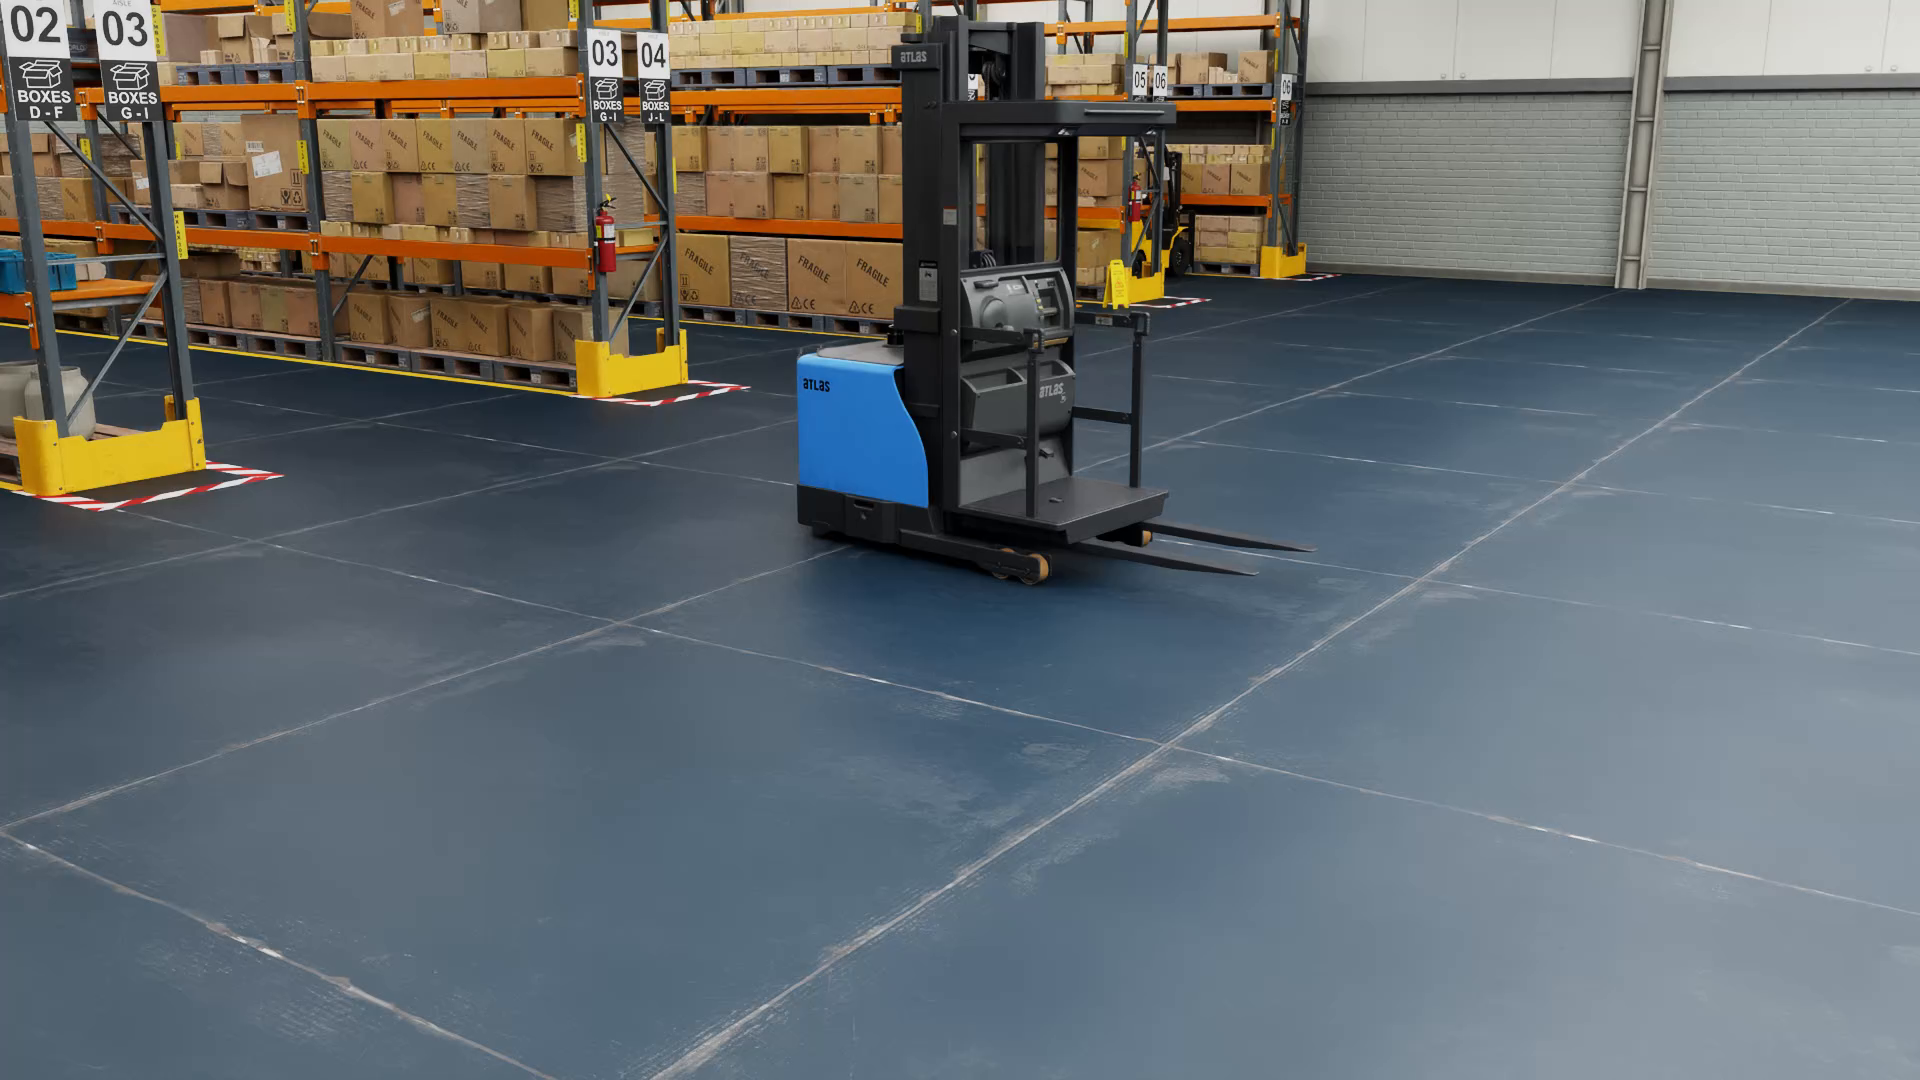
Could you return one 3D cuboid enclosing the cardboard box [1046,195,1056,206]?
[{"bbox_3d":[1.413,-4.805,23.516,0.250,0.149,0.380,10,17,34],"label":"cardboard box"}]

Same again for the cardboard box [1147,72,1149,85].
[{"bbox_3d":[3.057,-7.751,27.848,0.258,0.266,0.396,9,16,31],"label":"cardboard box"}]

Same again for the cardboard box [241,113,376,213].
[{"bbox_3d":[-6.885,-4.031,17.742,1.000,1.000,1.000,9,17,33],"label":"cardboard box"}]

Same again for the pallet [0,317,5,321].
[{"bbox_3d":[-12.259,-3.032,21.633,1.213,0.211,1.003,9,17,33],"label":"pallet"}]

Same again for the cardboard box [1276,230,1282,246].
[{"bbox_3d":[5.039,-5.047,27.778,0.500,0.250,0.500,10,17,34],"label":"cardboard box"}]

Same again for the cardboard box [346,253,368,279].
[{"bbox_3d":[-8.742,-4.150,24.673,0.500,0.500,0.500,10,17,34],"label":"cardboard box"}]

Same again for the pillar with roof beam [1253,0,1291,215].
[{"bbox_3d":[2.836,-8.158,24.051,0.400,9.000,9.100,9,17,33],"label":"pillar with roof beam"}]

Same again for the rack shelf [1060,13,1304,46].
[{"bbox_3d":[3.654,-8.468,27.633,4.000,0.370,1.077,9,17,33],"label":"rack shelf"}]

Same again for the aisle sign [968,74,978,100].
[{"bbox_3d":[0.094,-5.153,18.985,0.004,0.787,0.394,9,17,33],"label":"aisle sign"}]

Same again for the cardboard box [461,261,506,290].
[{"bbox_3d":[-6.315,-3.925,23.246,0.750,0.750,1.050,9,16,32],"label":"cardboard box"}]

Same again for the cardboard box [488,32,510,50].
[{"bbox_3d":[-4.049,-4.519,15.075,0.250,0.149,0.380,9,17,33],"label":"cardboard box"}]

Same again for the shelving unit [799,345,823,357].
[{"bbox_3d":[-0.809,-0.673,10.332,0.252,1.050,0.215,8,16,39],"label":"shelving unit"}]

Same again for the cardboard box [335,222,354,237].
[{"bbox_3d":[-6.093,-3.154,16.846,0.250,0.149,0.380,9,17,33],"label":"cardboard box"}]

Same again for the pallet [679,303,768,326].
[{"bbox_3d":[-2.864,-2.906,21.121,1.213,0.211,1.003,9,17,33],"label":"pallet"}]

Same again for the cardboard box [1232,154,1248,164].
[{"bbox_3d":[4.641,-6.213,27.123,0.250,0.149,0.380,9,17,34],"label":"cardboard box"}]

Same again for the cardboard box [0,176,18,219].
[{"bbox_3d":[-11.435,-4.208,20.374,0.500,0.500,0.500,10,17,34],"label":"cardboard box"}]

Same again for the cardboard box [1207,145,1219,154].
[{"bbox_3d":[4.279,-6.450,27.458,0.250,0.149,0.380,9,17,33],"label":"cardboard box"}]

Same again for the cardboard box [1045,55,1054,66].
[{"bbox_3d":[1.306,-6.700,23.267,0.250,0.149,0.380,9,17,33],"label":"cardboard box"}]

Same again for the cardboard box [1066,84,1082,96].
[{"bbox_3d":[1.668,-6.236,23.054,0.250,0.149,0.380,10,17,34],"label":"cardboard box"}]

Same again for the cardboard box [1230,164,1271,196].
[{"bbox_3d":[4.759,-5.893,27.179,0.500,0.500,0.500,9,16,32],"label":"cardboard box"}]

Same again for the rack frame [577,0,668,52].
[{"bbox_3d":[-2.984,-5.777,14.433,0.127,3.000,1.000,9,17,33],"label":"rack frame"}]

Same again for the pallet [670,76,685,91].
[{"bbox_3d":[-4.240,-5.853,21.381,1.217,0.209,0.805,8,16,31],"label":"pallet"}]

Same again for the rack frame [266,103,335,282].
[{"bbox_3d":[-10.090,-5.450,25.595,0.127,3.000,1.000,9,17,33],"label":"rack frame"}]

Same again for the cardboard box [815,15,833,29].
[{"bbox_3d":[-1.442,-5.928,19.065,0.250,0.149,0.380,9,17,33],"label":"cardboard box"}]

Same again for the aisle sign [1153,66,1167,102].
[{"bbox_3d":[2.771,-6.156,23.040,0.004,0.787,0.394,9,17,33],"label":"aisle sign"}]

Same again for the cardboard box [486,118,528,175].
[{"bbox_3d":[-3.997,-3.634,15.351,0.500,0.500,0.500,9,17,33],"label":"cardboard box"}]

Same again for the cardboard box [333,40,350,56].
[{"bbox_3d":[-5.947,-4.851,16.417,0.250,0.149,0.380,8,16,30],"label":"cardboard box"}]

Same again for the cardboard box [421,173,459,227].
[{"bbox_3d":[-4.706,-3.325,16.186,0.500,0.500,0.875,9,17,33],"label":"cardboard box"}]

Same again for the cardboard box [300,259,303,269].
[{"bbox_3d":[-10.212,-4.382,26.343,0.250,0.149,0.380,8,16,30],"label":"cardboard box"}]

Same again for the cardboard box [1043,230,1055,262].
[{"bbox_3d":[1.301,-4.199,23.830,0.500,0.500,0.500,10,17,35],"label":"cardboard box"}]

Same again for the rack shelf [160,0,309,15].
[{"bbox_3d":[-11.749,-8.279,26.045,4.000,0.370,1.077,9,17,33],"label":"rack shelf"}]

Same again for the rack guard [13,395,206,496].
[{"bbox_3d":[-5.838,-0.665,11.468,0.348,0.500,1.175,9,17,33],"label":"rack guard"}]

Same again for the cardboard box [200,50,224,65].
[{"bbox_3d":[-7.915,-5.179,17.873,0.250,0.166,0.380,9,16,31],"label":"cardboard box"}]

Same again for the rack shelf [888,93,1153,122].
[{"bbox_3d":[0.887,-6.216,23.946,4.000,0.370,1.077,9,17,33],"label":"rack shelf"}]

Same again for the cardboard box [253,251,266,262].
[{"bbox_3d":[-10.760,-4.427,25.903,0.250,0.149,0.380,8,16,30],"label":"cardboard box"}]

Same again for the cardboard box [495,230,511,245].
[{"bbox_3d":[-4.162,-2.875,15.719,0.250,0.149,0.380,9,17,33],"label":"cardboard box"}]

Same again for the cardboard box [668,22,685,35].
[{"bbox_3d":[-3.339,-6.234,20.302,0.250,0.149,0.380,9,17,33],"label":"cardboard box"}]

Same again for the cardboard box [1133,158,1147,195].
[{"bbox_3d":[2.308,-5.153,23.568,0.500,0.500,0.500,9,16,32],"label":"cardboard box"}]

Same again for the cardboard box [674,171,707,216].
[{"bbox_3d":[-3.139,-4.402,21.053,0.550,0.550,0.875,9,17,33],"label":"cardboard box"}]

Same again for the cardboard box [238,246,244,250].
[{"bbox_3d":[-11.147,-4.663,26.238,0.250,0.149,0.380,10,17,35],"label":"cardboard box"}]

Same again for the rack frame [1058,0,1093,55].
[{"bbox_3d":[1.995,-9.280,28.582,0.127,3.000,1.000,9,17,33],"label":"rack frame"}]

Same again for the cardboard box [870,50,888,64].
[{"bbox_3d":[-0.806,-5.438,18.746,0.250,0.149,0.380,9,17,33],"label":"cardboard box"}]

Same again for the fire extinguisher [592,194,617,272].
[{"bbox_3d":[-3.147,-2.720,14.730,0.183,0.674,0.296,9,17,33],"label":"fire extinguisher"}]

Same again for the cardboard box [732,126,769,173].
[{"bbox_3d":[-2.272,-4.767,20.278,0.550,0.550,0.875,9,17,33],"label":"cardboard box"}]

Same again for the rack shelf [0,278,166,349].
[{"bbox_3d":[-7.408,-1.796,12.334,4.000,0.370,1.077,9,17,33],"label":"rack shelf"}]

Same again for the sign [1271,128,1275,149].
[{"bbox_3d":[4.999,-6.402,26.539,0.005,0.325,0.100,9,17,33],"label":"sign"}]

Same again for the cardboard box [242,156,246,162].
[{"bbox_3d":[-10.649,-5.651,25.582,0.500,0.500,0.500,9,17,33],"label":"cardboard box"}]

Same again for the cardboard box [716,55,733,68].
[{"bbox_3d":[-2.709,-5.745,19.987,0.250,0.149,0.380,9,16,32],"label":"cardboard box"}]

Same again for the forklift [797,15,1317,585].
[{"bbox_3d":[0.488,-1.327,9.084,3.031,2.935,1.130,11,18,38],"label":"forklift"}]

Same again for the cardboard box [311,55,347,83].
[{"bbox_3d":[-6.073,-4.673,16.528,0.500,0.250,0.500,8,16,31],"label":"cardboard box"}]
